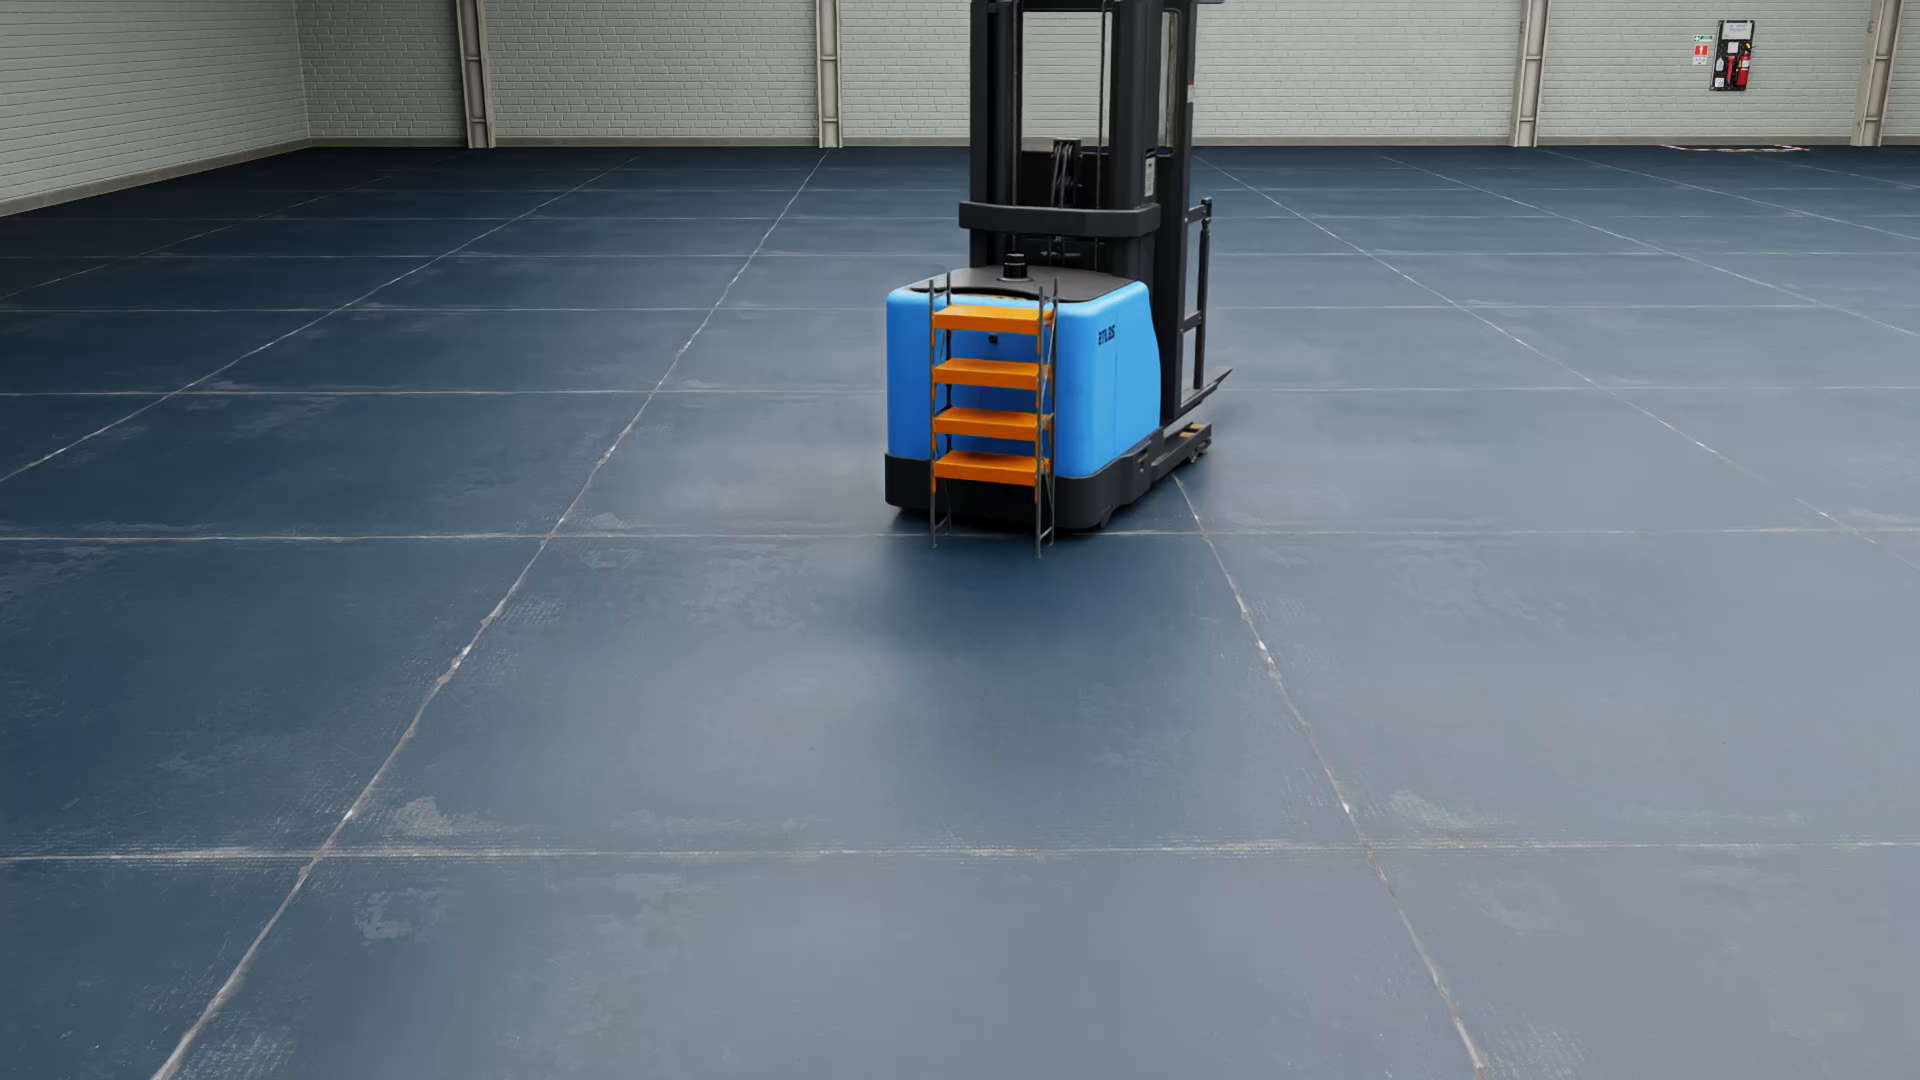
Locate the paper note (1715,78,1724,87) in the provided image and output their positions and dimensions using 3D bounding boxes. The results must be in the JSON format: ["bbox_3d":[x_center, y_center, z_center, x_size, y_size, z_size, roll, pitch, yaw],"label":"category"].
[{"bbox_3d":[13.123,-7.907,28.729,0.142,0.148,0.016,0,18,-1],"label":"paper note"}]

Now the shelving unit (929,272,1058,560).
[{"bbox_3d":[0.145,-0.543,7.275,0.503,1.200,0.258,6,19,18],"label":"shelving unit"}]

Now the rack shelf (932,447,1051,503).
[{"bbox_3d":[0.145,-0.290,7.357,0.480,0.148,0.258,6,19,18],"label":"rack shelf"}]

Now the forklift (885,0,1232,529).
[{"bbox_3d":[0.715,-1.852,8.522,1.130,2.935,3.031,8,19,23],"label":"forklift"}]

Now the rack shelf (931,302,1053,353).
[{"bbox_3d":[0.145,-0.917,7.155,0.480,0.148,0.258,6,19,18],"label":"rack shelf"}]

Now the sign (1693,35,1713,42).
[{"bbox_3d":[12.752,-8.602,28.527,0.331,0.109,0.001,0,18,-1],"label":"sign"}]

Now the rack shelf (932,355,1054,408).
[{"bbox_3d":[0.145,-0.692,7.228,0.480,0.148,0.258,6,19,18],"label":"rack shelf"}]

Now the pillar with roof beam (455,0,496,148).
[{"bbox_3d":[-8.156,-9.733,23.157,0.400,9.000,9.100,0,18,-1],"label":"pillar with roof beam"}]

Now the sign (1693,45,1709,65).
[{"bbox_3d":[12.747,-8.353,28.616,0.234,0.329,0.001,0,18,-1],"label":"sign"}]

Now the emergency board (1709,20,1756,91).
[{"bbox_3d":[13.302,-8.307,28.532,0.643,1.169,0.194,0,18,-1],"label":"emergency board"}]

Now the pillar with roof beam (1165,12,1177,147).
[{"bbox_3d":[3.842,-9.791,23.337,0.400,9.000,9.100,0,18,-1],"label":"pillar with roof beam"}]

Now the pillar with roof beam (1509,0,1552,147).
[{"bbox_3d":[9.842,-9.820,23.427,0.400,9.000,9.100,0,18,-1],"label":"pillar with roof beam"}]

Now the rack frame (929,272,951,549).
[{"bbox_3d":[-0.085,-0.567,7.351,0.015,1.200,0.240,6,19,18],"label":"rack frame"}]

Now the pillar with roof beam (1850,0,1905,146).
[{"bbox_3d":[15.841,-9.849,23.517,0.400,9.000,9.100,0,18,-1],"label":"pillar with roof beam"}]

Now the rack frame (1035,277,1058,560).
[{"bbox_3d":[0.376,-0.519,7.200,0.015,1.200,0.240,6,19,18],"label":"rack frame"}]

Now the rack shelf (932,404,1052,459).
[{"bbox_3d":[0.145,-0.479,7.296,0.480,0.148,0.258,6,19,18],"label":"rack shelf"}]

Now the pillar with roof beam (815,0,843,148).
[{"bbox_3d":[-2.157,-9.762,23.247,0.400,9.000,9.100,0,18,-1],"label":"pillar with roof beam"}]
